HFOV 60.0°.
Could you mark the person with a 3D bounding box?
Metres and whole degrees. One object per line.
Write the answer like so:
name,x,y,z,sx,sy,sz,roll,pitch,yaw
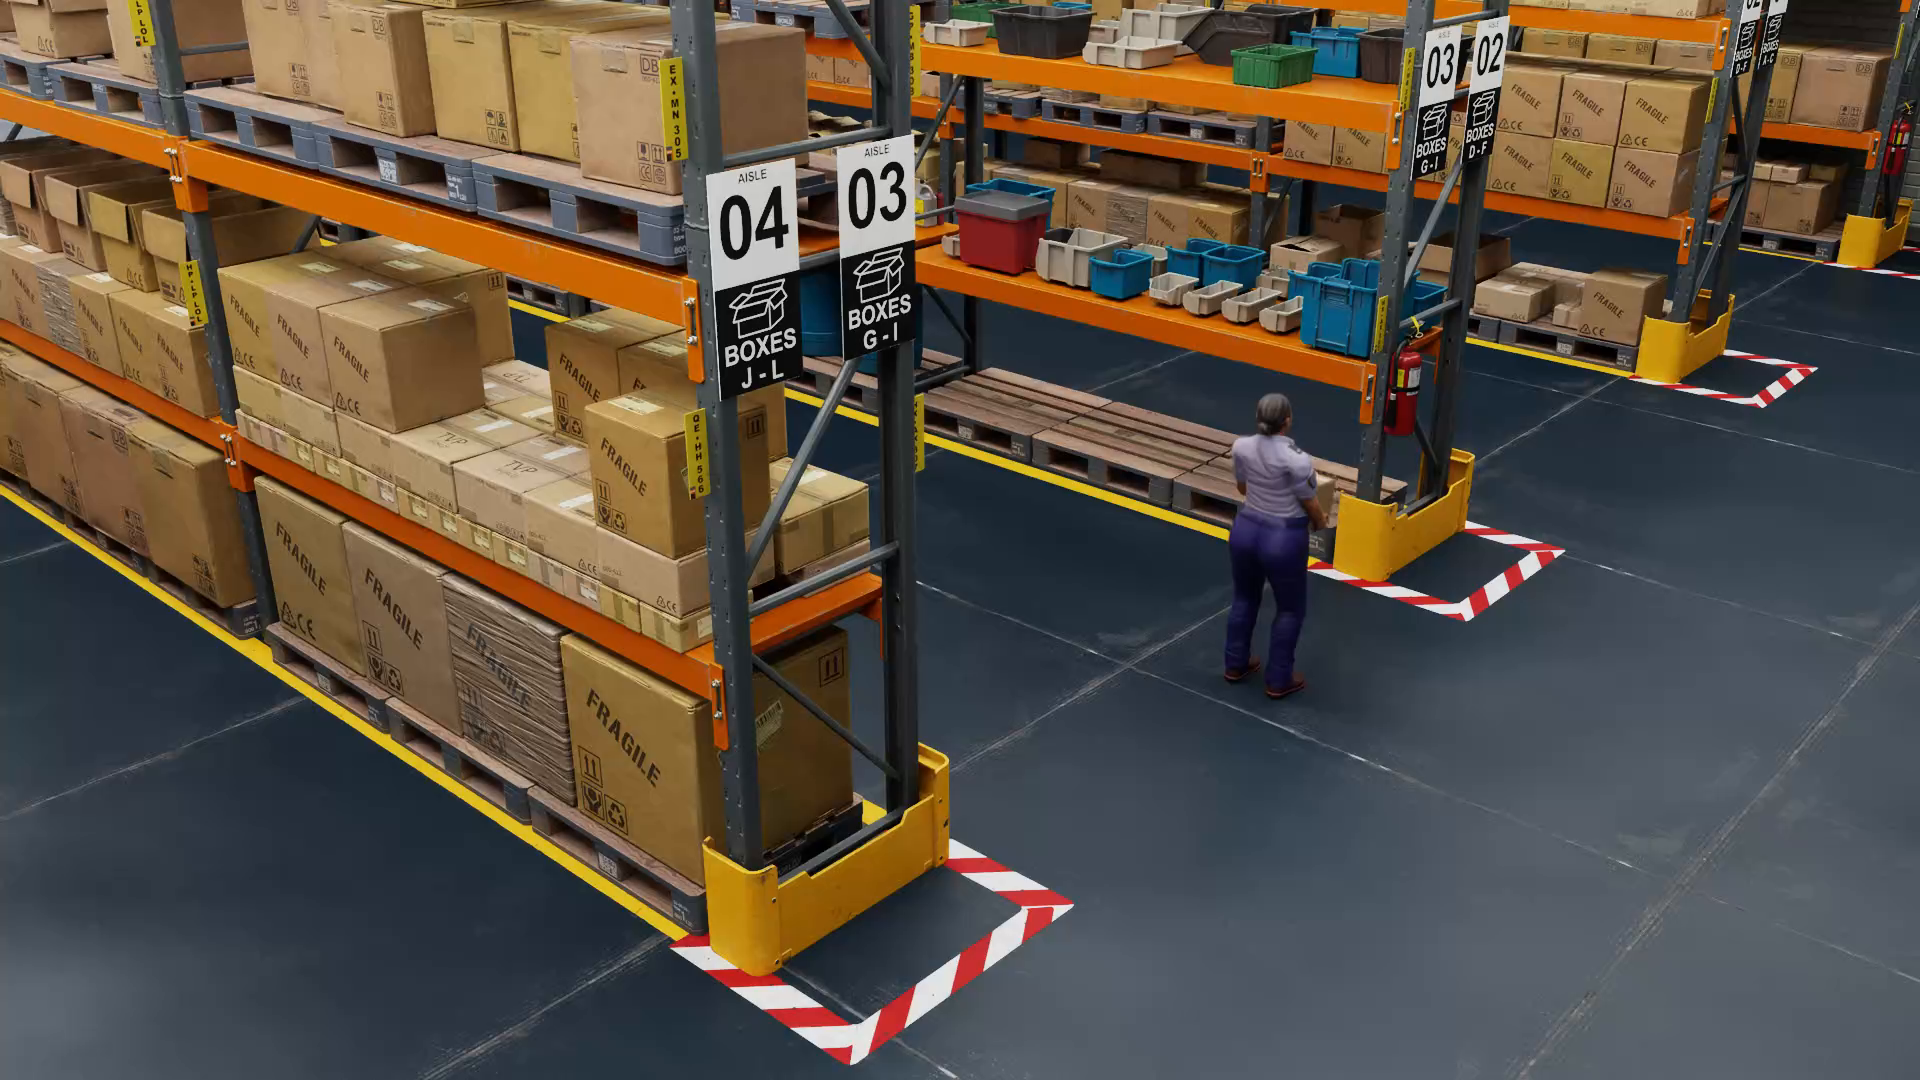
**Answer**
person,1.652,-0.011,8.645,0.466,1.643,0.515,20,31,37
